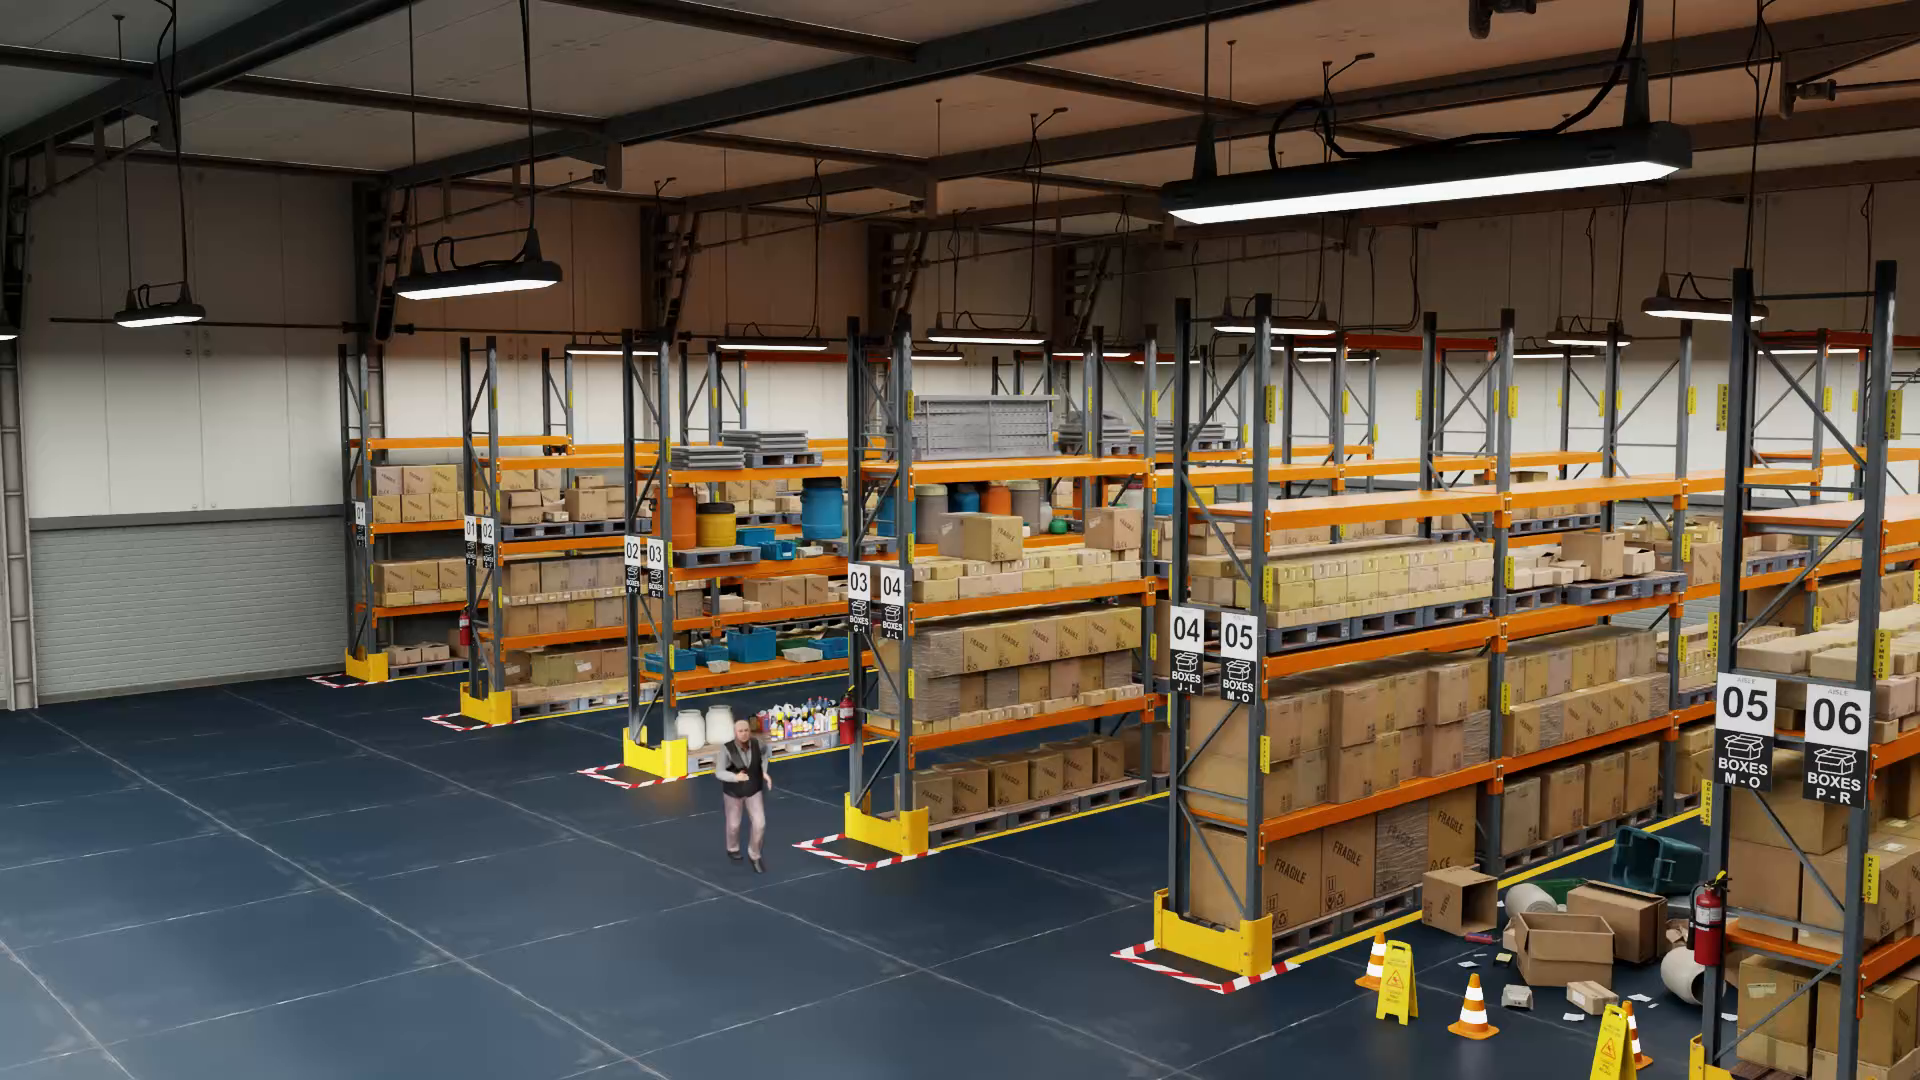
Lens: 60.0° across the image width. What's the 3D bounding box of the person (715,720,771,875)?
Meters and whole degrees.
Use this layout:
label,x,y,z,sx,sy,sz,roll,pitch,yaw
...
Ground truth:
label,x,y,z,sx,sy,sz,roll,pitch,yaw
person,-2.327,2.747,17.875,0.647,1.700,0.977,-2,5,-17
